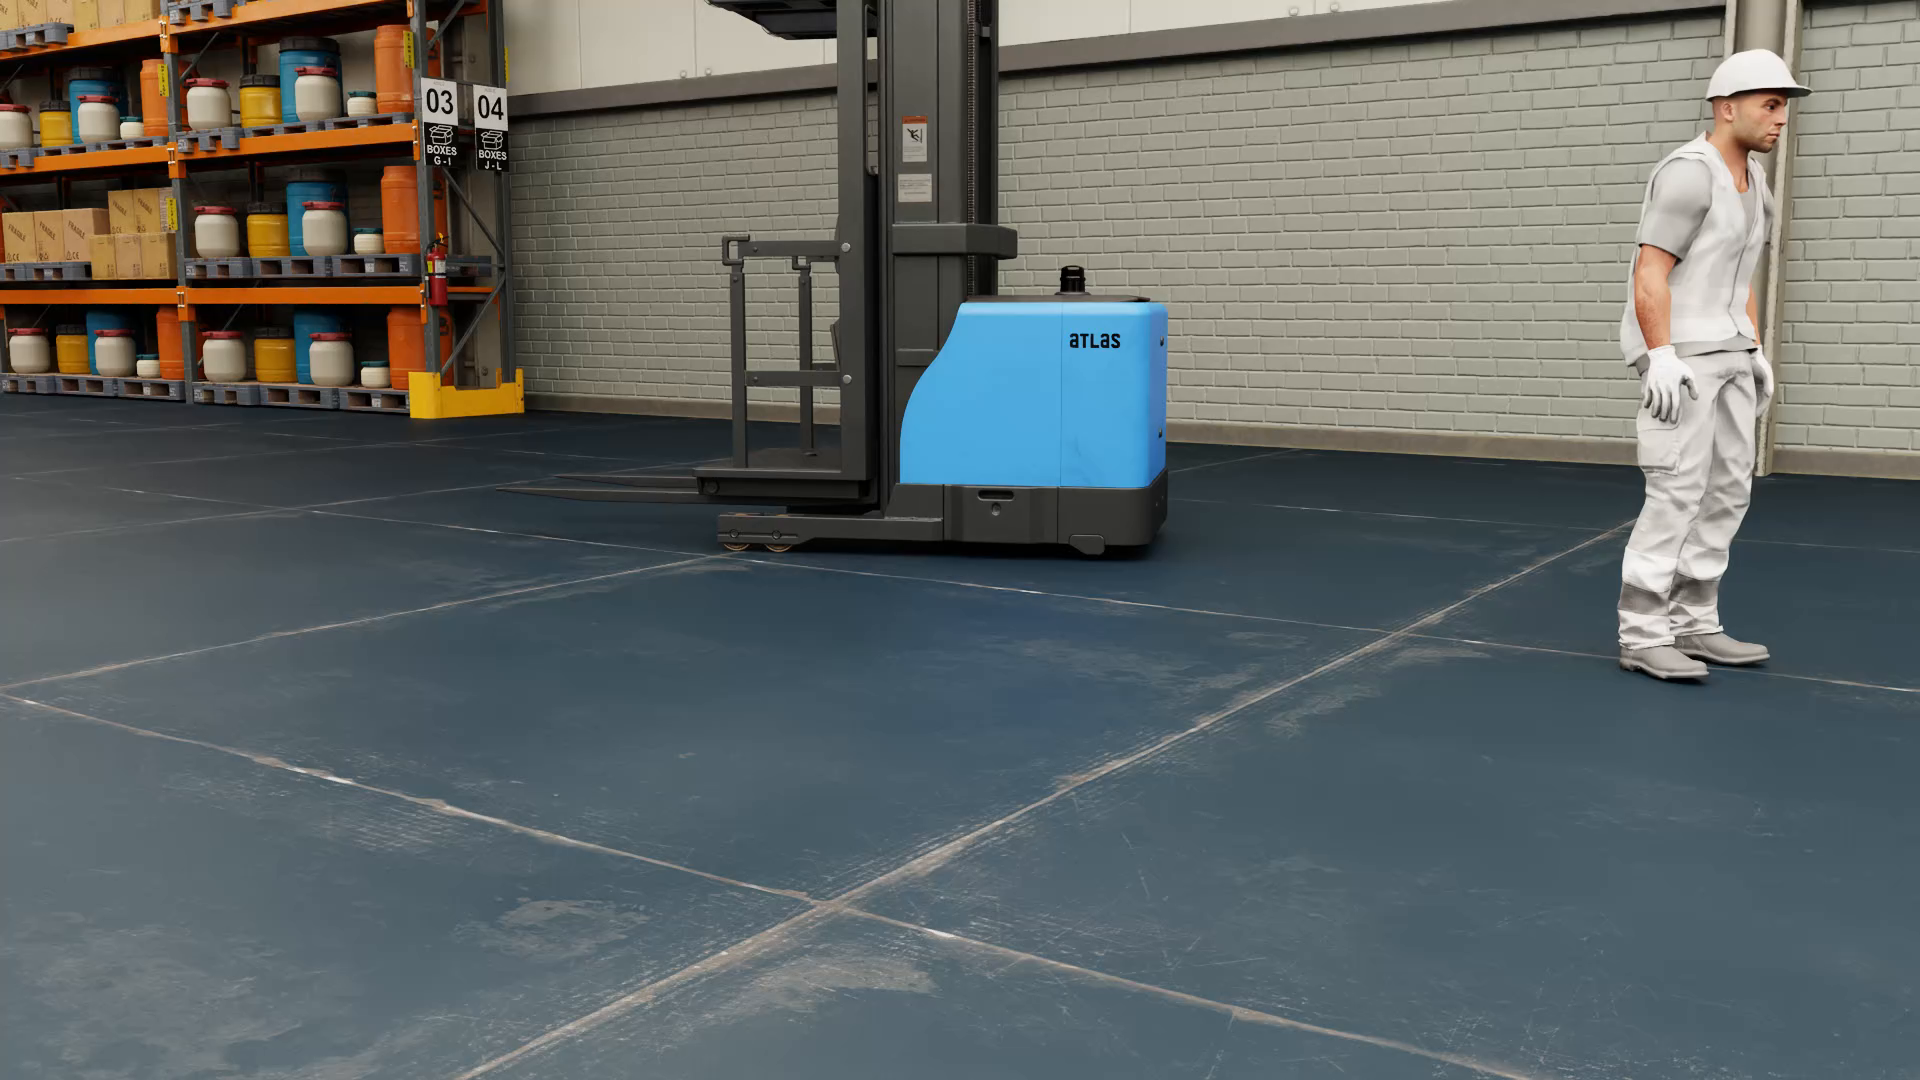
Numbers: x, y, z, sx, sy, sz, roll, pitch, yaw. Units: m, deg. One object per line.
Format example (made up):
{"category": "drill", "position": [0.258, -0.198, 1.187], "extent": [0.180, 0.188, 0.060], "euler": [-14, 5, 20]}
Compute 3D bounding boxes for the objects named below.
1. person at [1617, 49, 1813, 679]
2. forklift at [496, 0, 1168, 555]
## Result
{"category": "person", "position": [2.180, -0.505, 4.847], "extent": [0.609, 1.779, 0.454], "euler": [-6, 10, -38]}
{"category": "forklift", "position": [-0.596, -1.469, 7.520], "extent": [3.031, 2.935, 1.130], "euler": [2, 8, 12]}
